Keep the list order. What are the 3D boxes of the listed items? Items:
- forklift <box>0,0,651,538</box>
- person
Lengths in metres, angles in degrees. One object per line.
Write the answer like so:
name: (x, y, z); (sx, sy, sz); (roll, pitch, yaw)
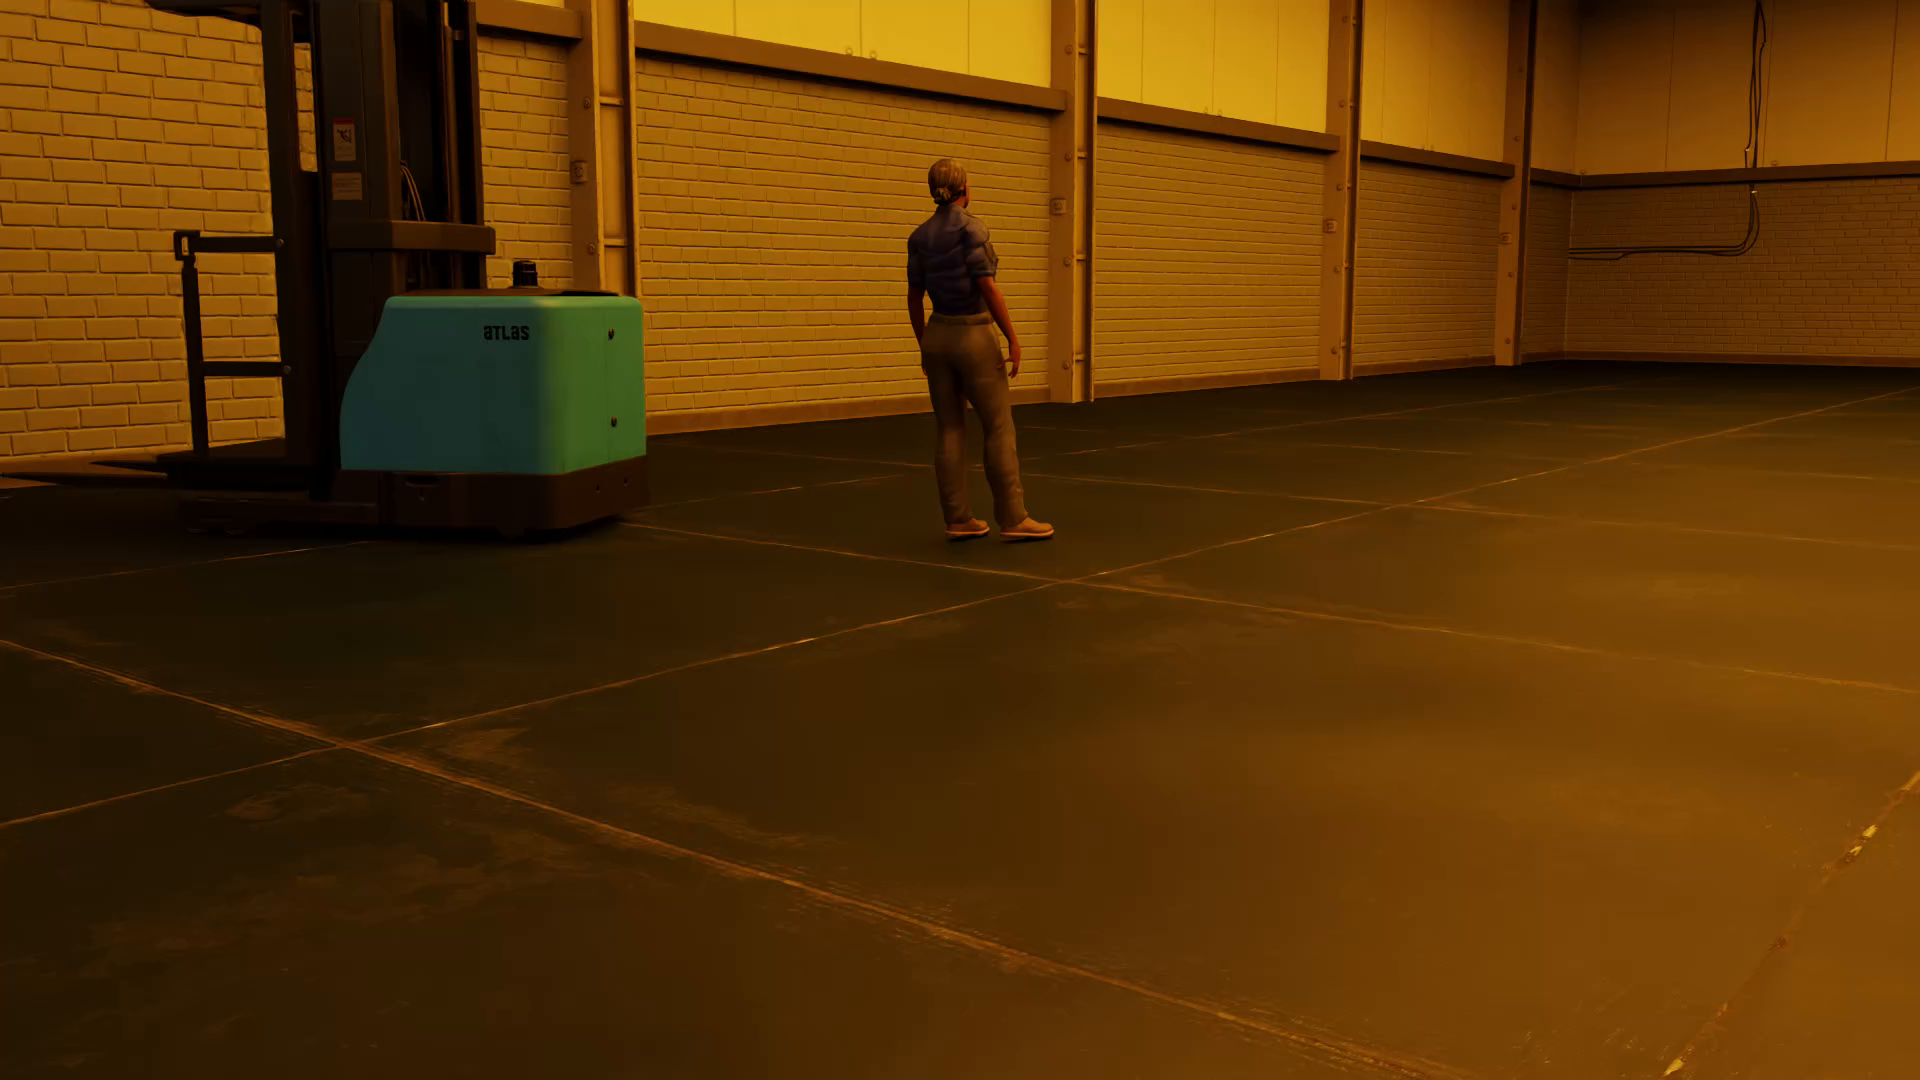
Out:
forklift: (-3.085, -1.543, 7.827); (3.031, 2.935, 1.130); (2, 9, 13)
person: (0.070, -0.833, 7.339); (0.570, 1.654, 0.504); (7, 11, 38)
